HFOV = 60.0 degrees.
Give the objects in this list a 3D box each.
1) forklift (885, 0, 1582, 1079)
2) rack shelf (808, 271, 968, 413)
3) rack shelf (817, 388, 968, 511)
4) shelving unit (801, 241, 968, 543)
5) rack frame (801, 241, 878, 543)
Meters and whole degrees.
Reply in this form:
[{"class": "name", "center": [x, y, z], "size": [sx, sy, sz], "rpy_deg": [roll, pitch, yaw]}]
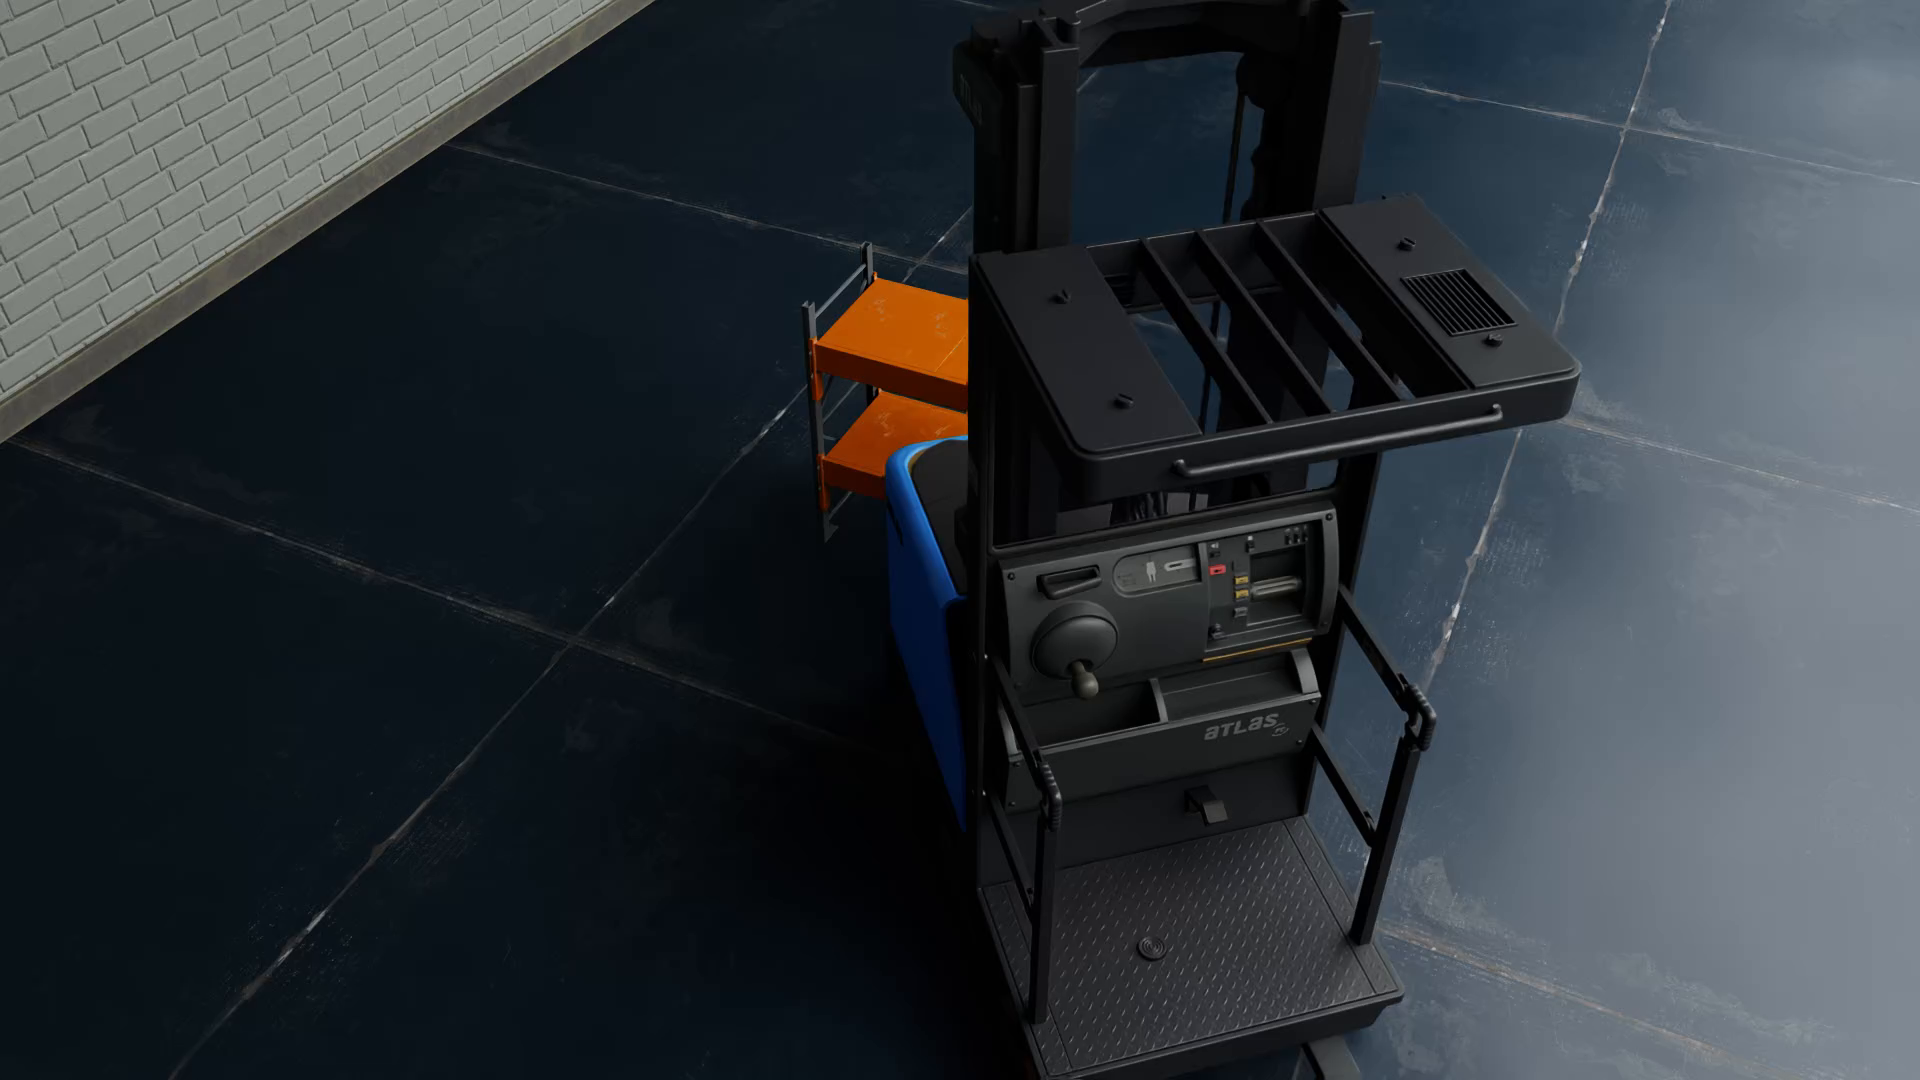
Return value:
[{"class": "forklift", "center": [0.622, 0.244, 4.230], "size": [1.130, 2.935, 3.031], "rpy_deg": [-10, 42, -12]}, {"class": "rack shelf", "center": [0.006, -0.644, 6.188], "size": [1.000, 0.278, 0.538], "rpy_deg": [17, 44, 19]}, {"class": "rack shelf", "center": [0.006, -0.238, 6.540], "size": [1.000, 0.278, 0.538], "rpy_deg": [17, 44, 19]}, {"class": "shelving unit", "center": [0.006, -0.423, 6.379], "size": [1.048, 1.125, 0.538], "rpy_deg": [17, 44, 19]}, {"class": "rack frame", "center": [-0.455, -0.564, 6.542], "size": [0.032, 1.125, 0.500], "rpy_deg": [17, 44, 19]}]
